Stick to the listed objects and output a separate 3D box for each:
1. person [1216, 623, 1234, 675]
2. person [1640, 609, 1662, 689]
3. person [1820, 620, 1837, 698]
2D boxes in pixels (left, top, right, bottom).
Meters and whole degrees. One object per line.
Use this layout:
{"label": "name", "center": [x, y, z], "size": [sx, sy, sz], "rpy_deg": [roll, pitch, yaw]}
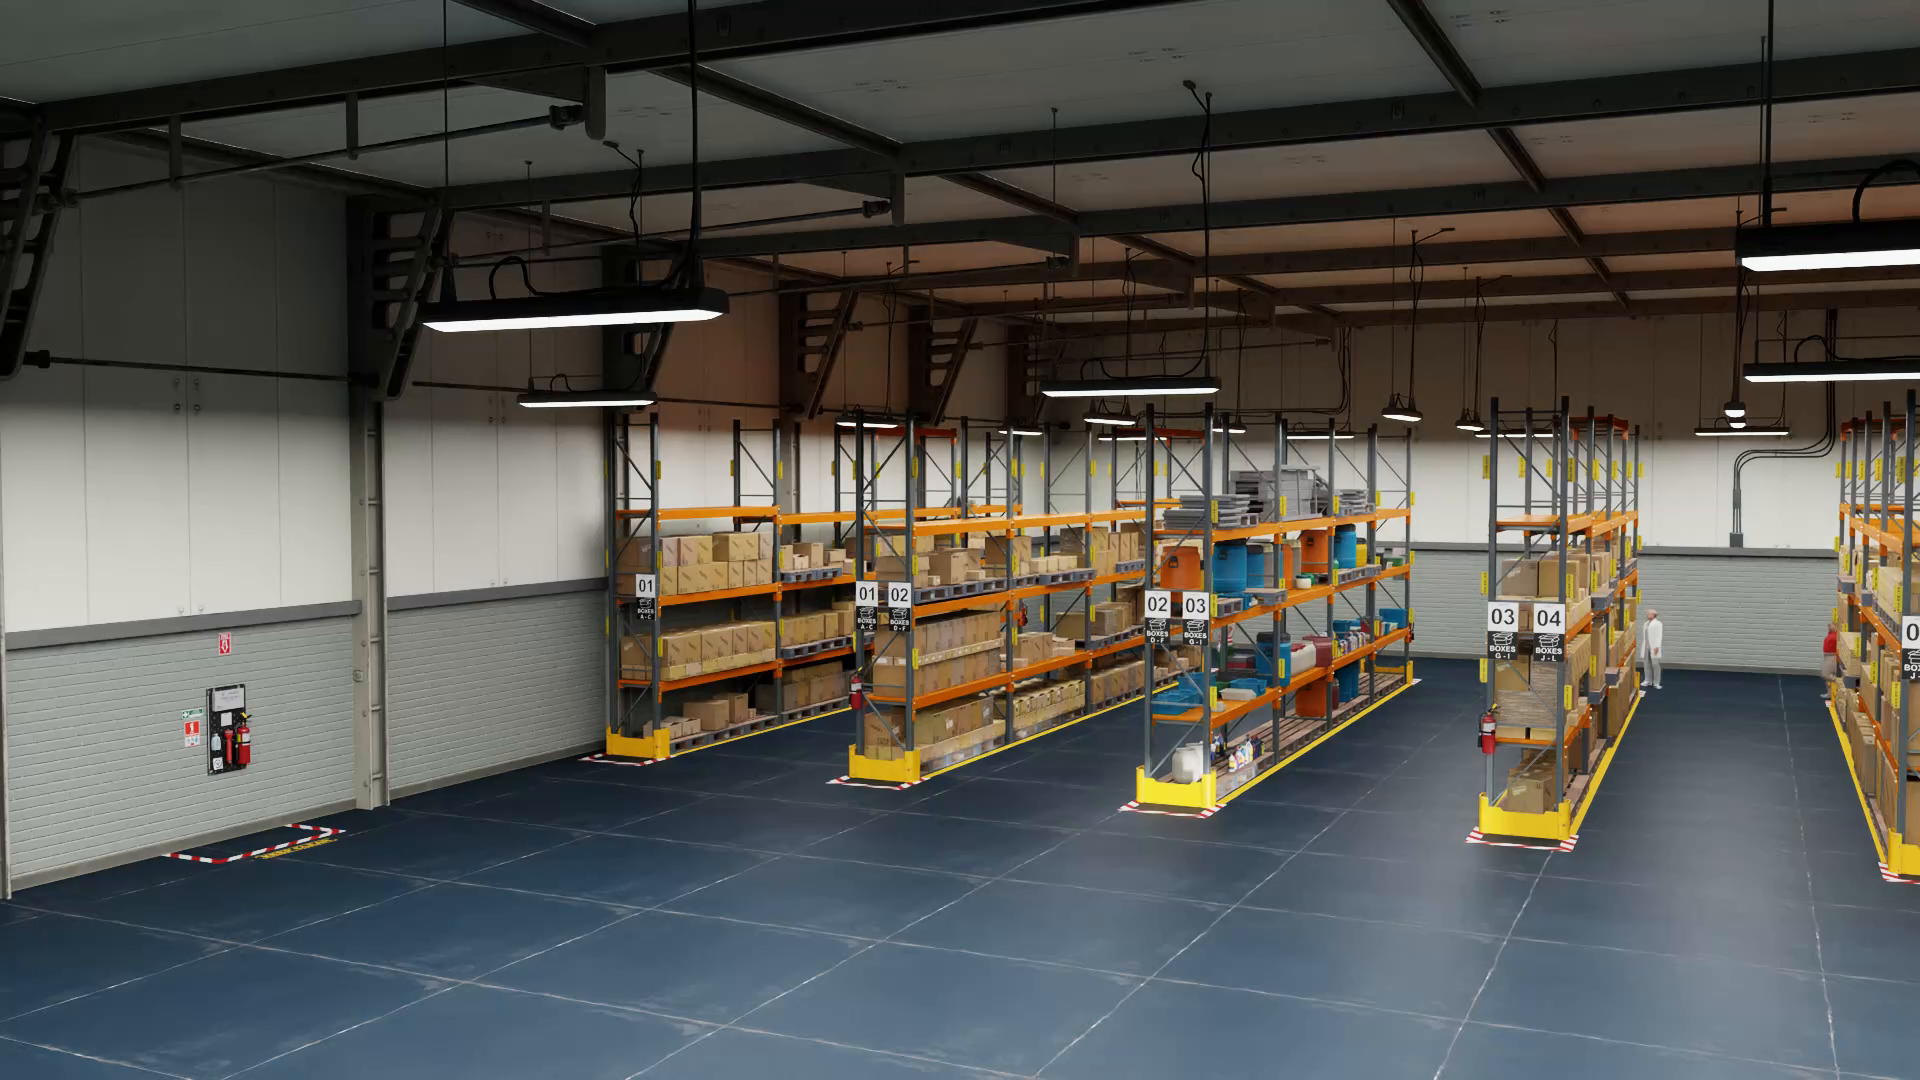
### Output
{"label": "person", "center": [6.170, 2.476, 38.878], "size": [0.487, 1.788, 0.612], "rpy_deg": [2, 3, 34]}
{"label": "person", "center": [15.966, 2.520, 38.387], "size": [0.417, 1.843, 0.585], "rpy_deg": [-1, 3, -32]}
{"label": "person", "center": [19.041, 2.599, 36.255], "size": [0.520, 1.714, 0.549], "rpy_deg": [0, 2, 10]}
